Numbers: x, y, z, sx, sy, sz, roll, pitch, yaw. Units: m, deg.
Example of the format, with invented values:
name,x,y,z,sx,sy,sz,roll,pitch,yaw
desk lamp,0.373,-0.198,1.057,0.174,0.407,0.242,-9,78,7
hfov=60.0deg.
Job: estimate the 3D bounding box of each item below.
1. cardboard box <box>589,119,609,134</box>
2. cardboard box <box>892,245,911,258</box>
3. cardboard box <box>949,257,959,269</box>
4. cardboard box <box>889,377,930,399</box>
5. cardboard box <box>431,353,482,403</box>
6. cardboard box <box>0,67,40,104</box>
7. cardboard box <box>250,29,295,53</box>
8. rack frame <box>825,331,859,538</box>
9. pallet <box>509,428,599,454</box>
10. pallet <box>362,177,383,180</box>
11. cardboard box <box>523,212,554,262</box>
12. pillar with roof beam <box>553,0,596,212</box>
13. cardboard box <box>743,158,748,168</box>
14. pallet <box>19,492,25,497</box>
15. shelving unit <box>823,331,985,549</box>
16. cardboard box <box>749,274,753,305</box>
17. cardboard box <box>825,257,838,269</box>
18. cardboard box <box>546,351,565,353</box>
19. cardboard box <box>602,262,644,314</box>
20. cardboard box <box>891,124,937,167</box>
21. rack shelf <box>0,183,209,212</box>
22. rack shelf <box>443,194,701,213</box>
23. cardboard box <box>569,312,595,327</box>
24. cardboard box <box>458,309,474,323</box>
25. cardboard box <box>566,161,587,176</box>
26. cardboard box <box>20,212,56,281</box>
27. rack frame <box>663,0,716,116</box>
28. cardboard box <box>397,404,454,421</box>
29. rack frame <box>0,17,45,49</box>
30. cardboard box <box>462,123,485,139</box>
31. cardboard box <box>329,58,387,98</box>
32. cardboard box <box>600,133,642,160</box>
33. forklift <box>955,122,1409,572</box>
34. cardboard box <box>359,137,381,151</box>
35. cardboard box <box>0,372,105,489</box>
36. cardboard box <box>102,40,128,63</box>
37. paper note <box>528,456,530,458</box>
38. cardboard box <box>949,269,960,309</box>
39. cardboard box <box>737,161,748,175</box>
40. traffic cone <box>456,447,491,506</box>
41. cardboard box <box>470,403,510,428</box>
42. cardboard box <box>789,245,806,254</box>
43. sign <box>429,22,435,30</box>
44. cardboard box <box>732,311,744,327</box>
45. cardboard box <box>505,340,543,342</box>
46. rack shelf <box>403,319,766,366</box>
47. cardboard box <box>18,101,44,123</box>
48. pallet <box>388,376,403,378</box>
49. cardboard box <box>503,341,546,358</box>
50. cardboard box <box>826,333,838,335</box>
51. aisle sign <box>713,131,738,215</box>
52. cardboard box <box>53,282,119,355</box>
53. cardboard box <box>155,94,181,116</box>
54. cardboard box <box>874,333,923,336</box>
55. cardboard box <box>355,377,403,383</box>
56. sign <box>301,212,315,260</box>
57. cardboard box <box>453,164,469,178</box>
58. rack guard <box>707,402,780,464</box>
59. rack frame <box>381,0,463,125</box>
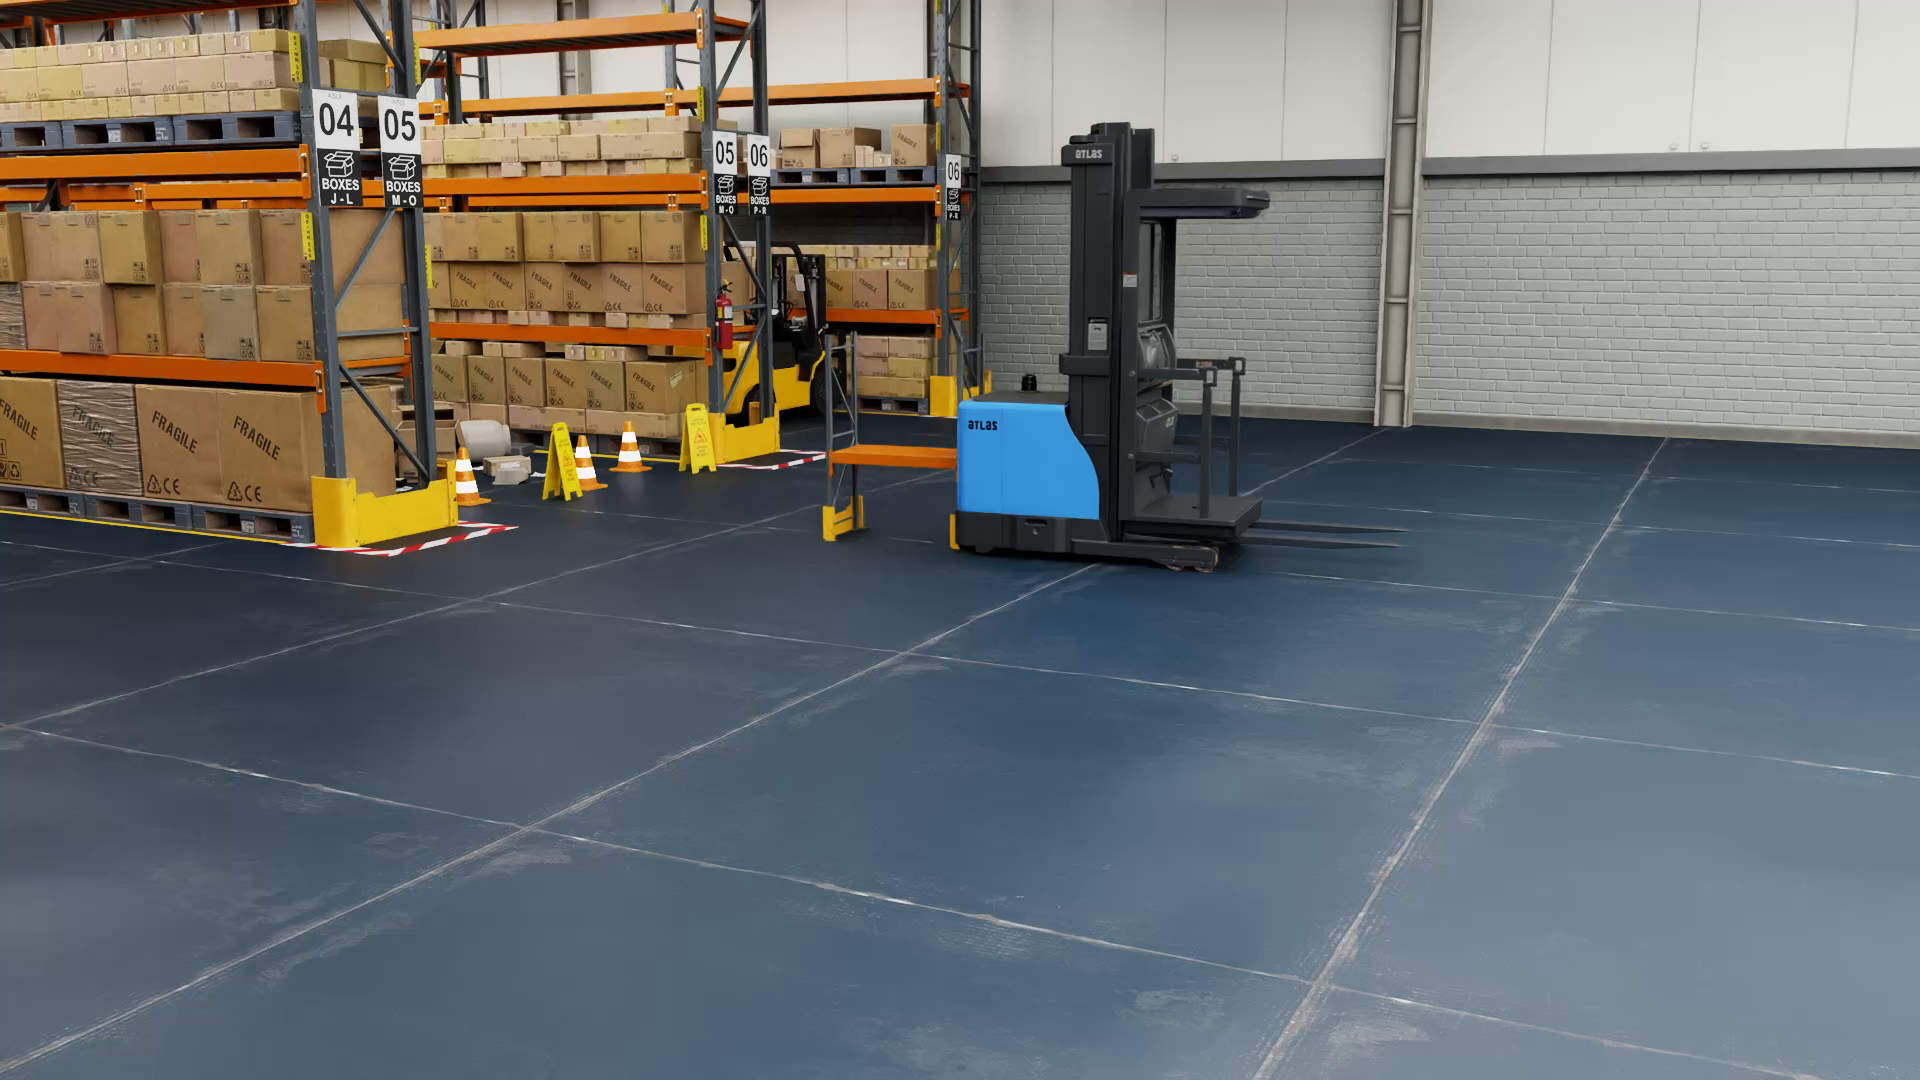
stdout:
name,x,y,z,sx,sy,sz,roll,pitch,yaw
cardboard box,-3.508,-4.137,16.708,0.250,0.149,0.380,5,11,26
cardboard box,-0.658,-3.637,20.966,0.250,0.149,0.380,5,11,26
cardboard box,-0.198,-3.550,21.319,0.250,0.149,0.380,5,11,24
cardboard box,-0.570,-1.953,21.143,0.500,0.250,0.500,5,11,26
cardboard box,-5.379,-1.768,18.015,0.500,0.500,0.500,6,12,29
cardboard box,-7.120,-3.519,12.952,0.500,0.250,0.500,5,11,25
cardboard box,-4.753,-3.495,11.701,0.250,0.149,0.380,5,11,26
rack frame,-0.874,-0.782,12.342,0.032,1.500,0.500,4,11,20
pallet,-4.073,-1.120,17.826,1.213,0.211,1.003,5,11,26
pallet,-6.295,-4.085,18.482,1.003,0.211,1.213,5,11,26
cardboard box,-4.095,-3.140,17.231,0.500,0.500,0.700,5,11,25
pillar with roof beam,-7.520,-6.049,20.387,0.400,9.000,9.100,5,11,26
cardboard box,-2.638,-4.892,21.662,0.250,0.149,0.380,5,12,28
pallet,-8.613,-0.514,14.475,1.213,0.211,1.003,5,11,26
shelving unit,-0.405,-0.752,12.173,1.083,1.500,0.587,4,11,20
cardboard box,-2.839,-3.363,22.106,0.500,0.500,0.500,5,12,27
cardboard box,-1.605,-3.561,21.383,0.250,0.149,0.380,5,11,26
cardboard box,-4.682,-1.815,18.269,0.500,0.500,0.500,5,12,27
cardboard box,-3.257,-2.555,16.808,0.500,0.500,0.500,5,11,26
cardboard box,-0.513,-4.890,20.665,0.500,0.500,0.500,5,12,28
rack shelf,-11.169,-4.230,20.779,4.000,0.370,1.077,5,11,26
rack shelf,-5.389,-4.708,23.419,4.000,0.370,1.077,5,11,26
cardboard box,-3.809,-2.282,17.119,0.250,0.149,0.380,5,11,25
cardboard box,-5.147,-2.408,17.818,0.250,0.149,0.380,5,11,26
cardboard box,-3.781,-3.761,16.874,0.250,0.149,0.380,5,11,24
cardboard box,-7.028,-2.383,13.520,0.550,0.550,0.875,5,11,26
rack frame,-3.596,-6.381,22.217,0.127,3.000,1.000,5,11,26
cardboard box,-5.430,-1.105,16.924,0.500,0.500,0.500,-4,11,-23
rack frame,-7.888,-4.789,13.423,0.127,3.000,1.000,5,11,26
cardboard box,-4.948,-4.240,17.280,0.250,0.149,0.380,5,11,25
cardboard box,-4.620,-3.405,12.326,0.500,0.250,0.500,5,11,26
cardboard box,-3.224,-3.908,16.564,0.500,0.250,0.500,5,11,25
forklift,1.538,-1.333,11.367,3.031,2.935,1.130,4,11,20
cardboard box,-6.376,-4.267,18.205,0.500,0.250,0.500,5,11,25
cardboard box,-7.355,-0.937,13.773,0.875,0.875,0.875,5,11,27
cardboard box,-6.121,-3.615,12.365,0.250,0.149,0.380,5,11,26
paper note,-4.417,-0.829,16.723,0.148,0.019,0.142,1,10,6
cardboard box,-0.330,-3.246,21.461,0.500,0.500,0.500,5,12,28
cardboard box,-2.355,-3.751,16.814,0.250,0.149,0.380,5,11,26
traffic cone,-4.149,-0.542,13.926,0.334,0.463,0.336,5,11,26
cardboard box,-4.895,-1.359,17.859,0.500,0.250,0.500,6,12,29
cardboard box,-2.019,-3.765,21.674,0.250,0.149,0.380,5,11,26
sign,-7.414,-7.107,23.385,0.005,0.325,0.100,5,11,26
cardboard box,-2.414,-2.256,16.981,0.250,0.149,0.380,5,11,26
cardboard box,-6.040,-2.680,24.106,0.625,0.625,0.875,5,12,28
rack shelf,-3.995,-2.124,17.563,4.000,0.370,1.077,5,11,26
cardboard box,-7.031,-3.302,12.877,0.250,0.149,0.380,5,11,25
pallet,-7.836,-2.436,25.099,1.213,0.211,1.003,5,11,26
cardboard box,-4.589,-2.007,17.513,0.250,0.149,0.380,6,12,29
cardboard box,-1.928,-2.564,21.709,0.500,0.250,0.500,5,11,25
aisle sign,-2.274,-3.548,16.113,0.004,0.787,0.394,5,11,26
cardboard box,-6.617,-1.782,13.235,0.550,0.550,0.875,5,11,26
cardboard box,-5.662,-3.182,12.213,0.250,0.149,0.380,5,11,25
cardboard box,-0.805,-2.566,21.719,0.500,0.250,0.500,5,11,26
cardboard box,-6.906,-1.646,19.102,0.625,0.372,0.950,6,12,29
sign,-4.554,-2.122,11.619,0.005,0.325,0.100,5,11,26
cardboard box,-5.136,-3.893,17.599,0.250,0.149,0.380,5,11,26
rack guard,-2.270,-1.096,16.883,0.348,0.500,1.175,5,11,26
rack frame,-5.789,-5.587,17.835,0.127,3.000,1.000,5,11,26
